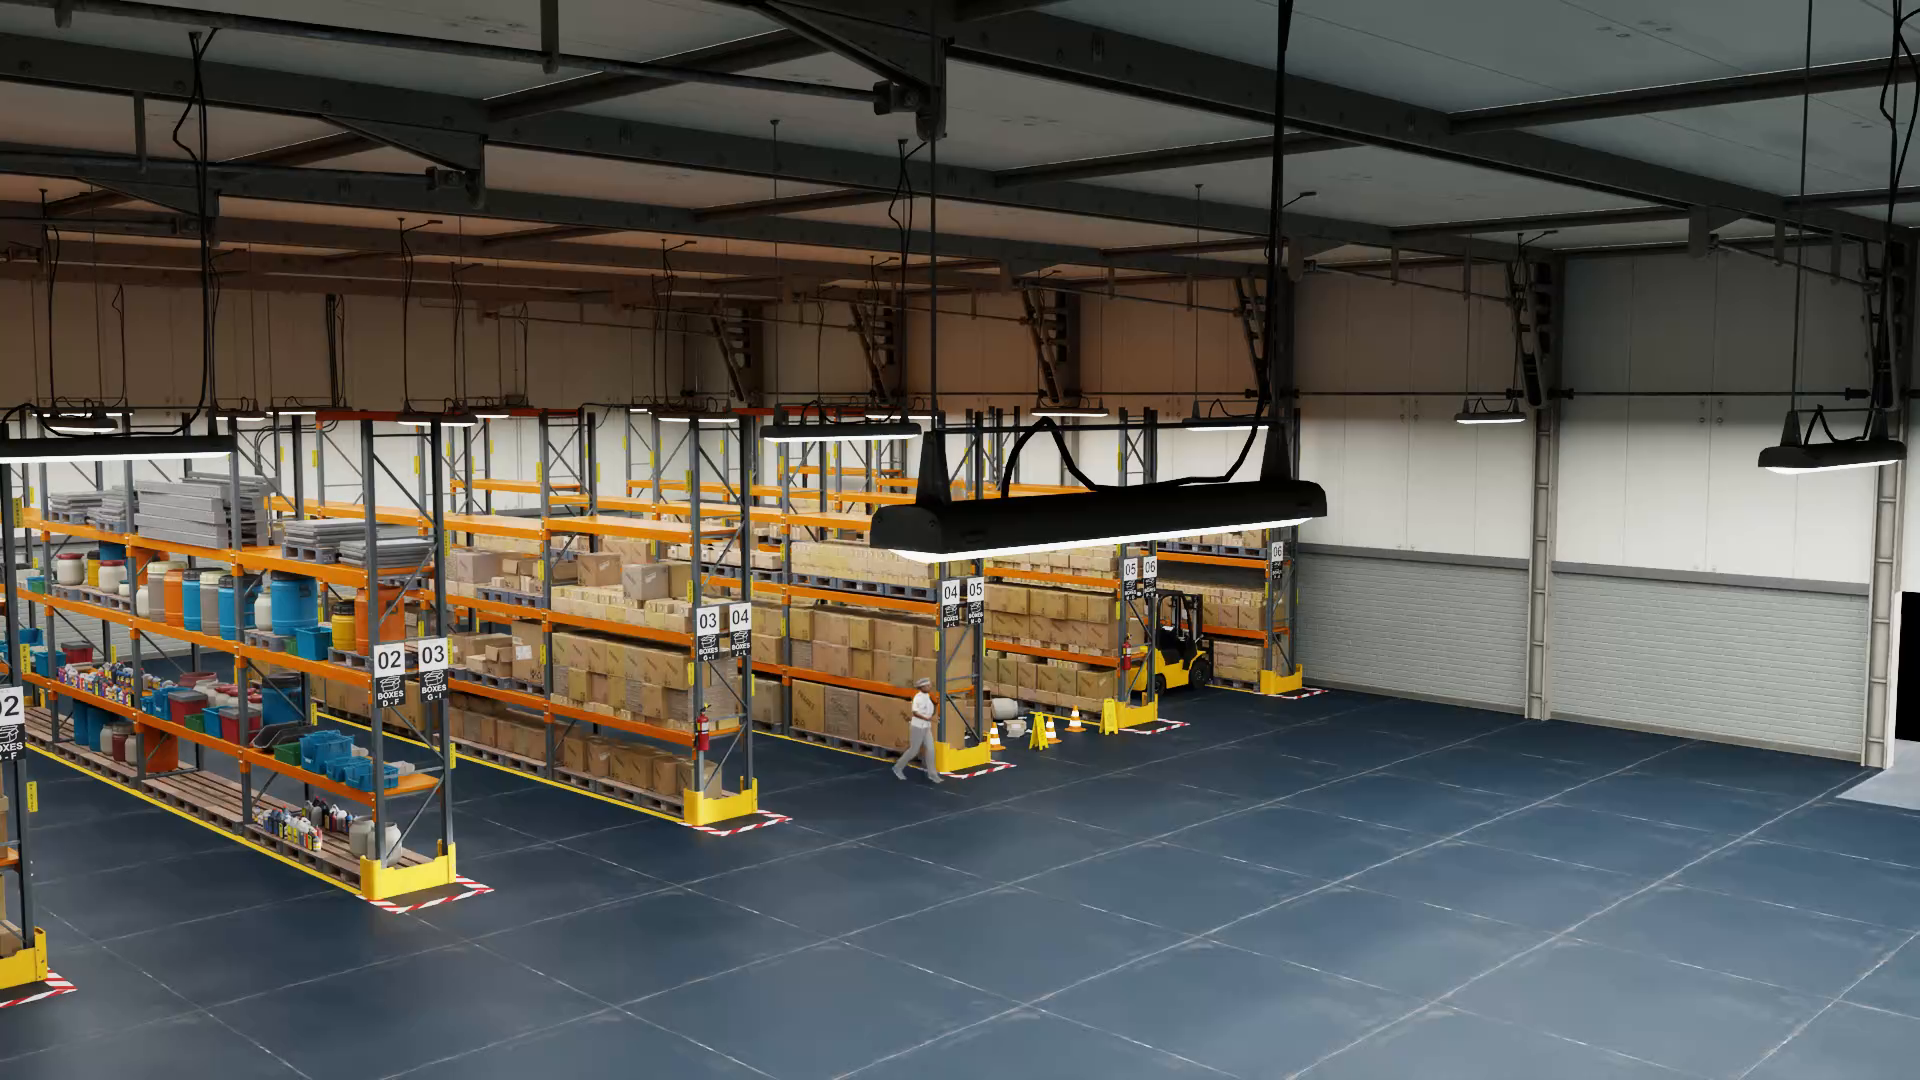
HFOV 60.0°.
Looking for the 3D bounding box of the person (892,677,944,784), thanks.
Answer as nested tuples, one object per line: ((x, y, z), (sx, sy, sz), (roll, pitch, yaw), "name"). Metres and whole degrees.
((-0.639, 3.081, 27.135), (0.848, 1.714, 0.623), (2, 5, 21), "person")

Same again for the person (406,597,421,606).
((-12.736, 2.064, 38.748), (0.678, 1.754, 0.772), (-1, 5, -6), "person")
